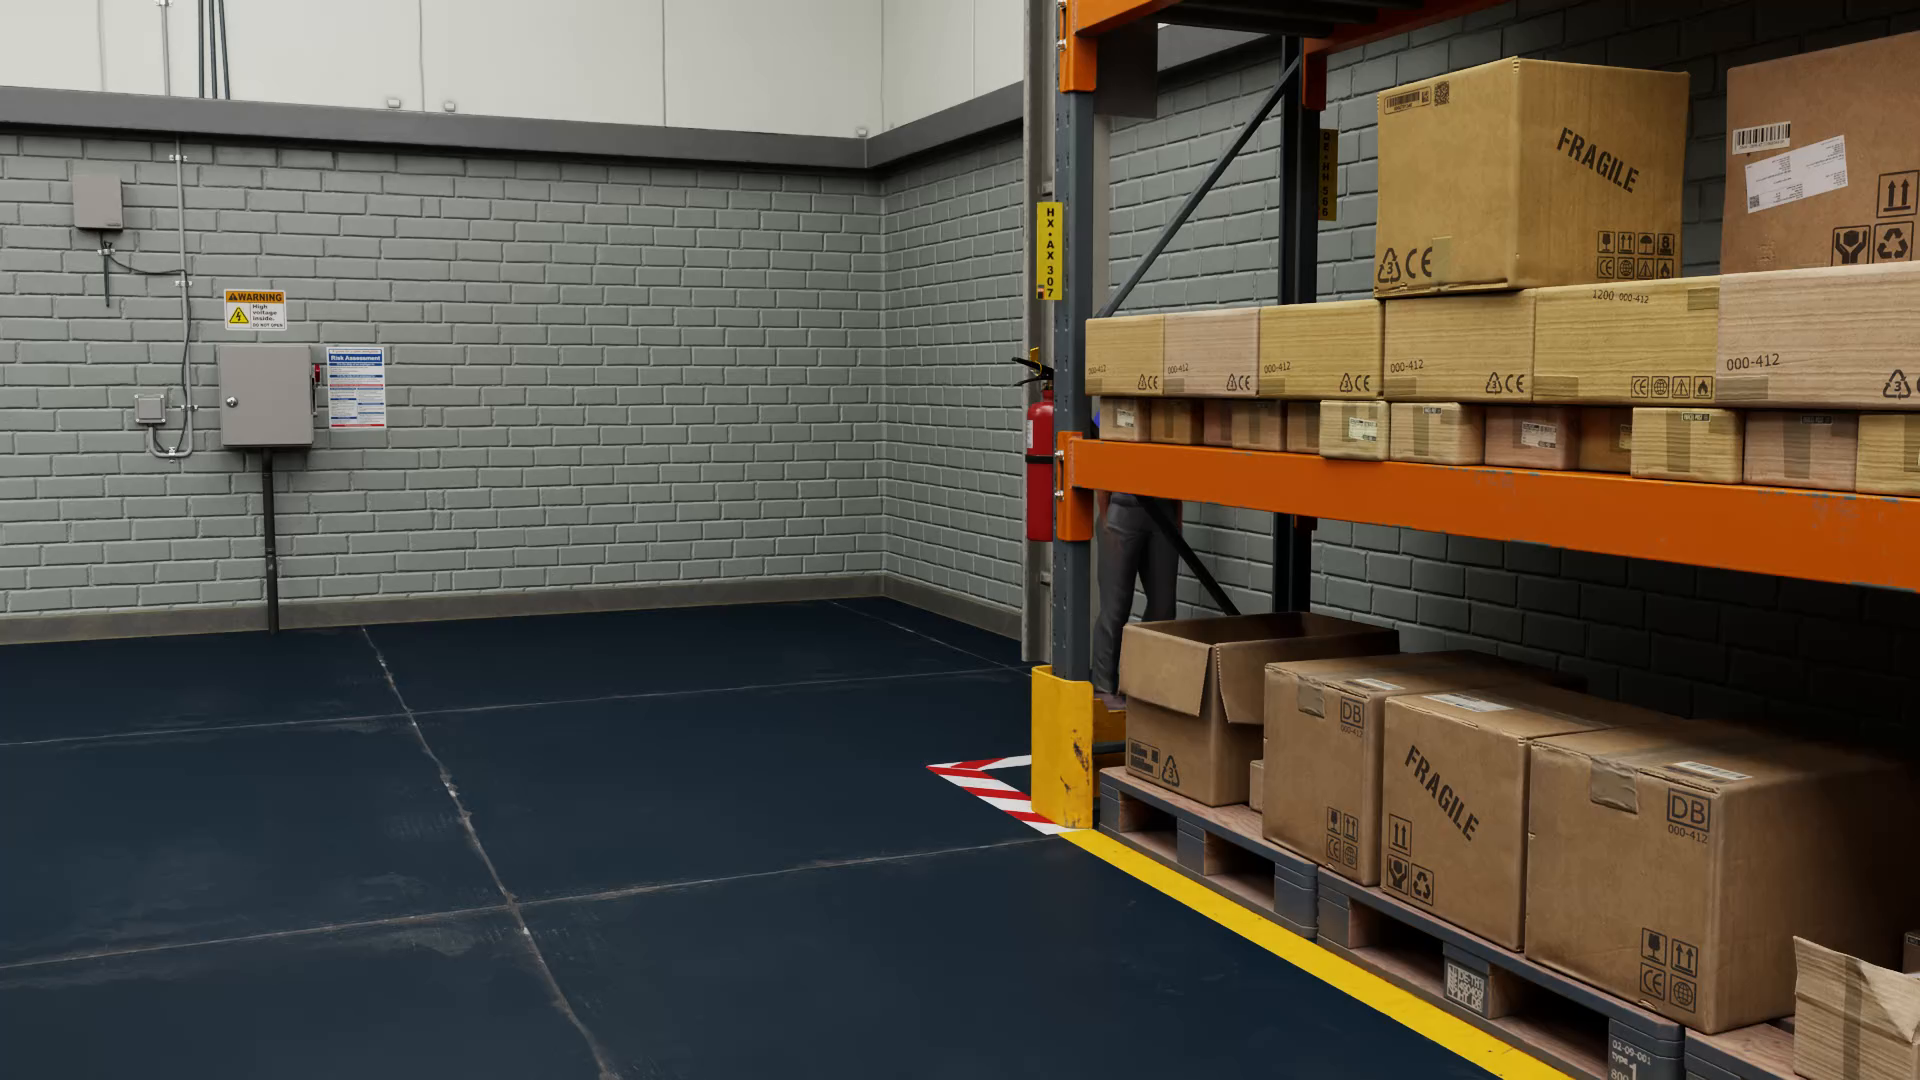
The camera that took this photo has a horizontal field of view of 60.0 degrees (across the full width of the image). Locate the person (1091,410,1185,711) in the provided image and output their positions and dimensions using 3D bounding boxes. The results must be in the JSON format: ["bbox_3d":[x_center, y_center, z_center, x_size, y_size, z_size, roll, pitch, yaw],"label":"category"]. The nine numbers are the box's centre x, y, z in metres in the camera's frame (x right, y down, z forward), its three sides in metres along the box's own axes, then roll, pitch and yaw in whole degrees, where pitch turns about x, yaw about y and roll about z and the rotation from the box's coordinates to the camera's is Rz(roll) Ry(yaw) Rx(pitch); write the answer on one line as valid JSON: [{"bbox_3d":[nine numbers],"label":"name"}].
[{"bbox_3d":[0.822,-0.046,7.557,0.438,1.655,0.299,-2,6,-23],"label":"person"}]
